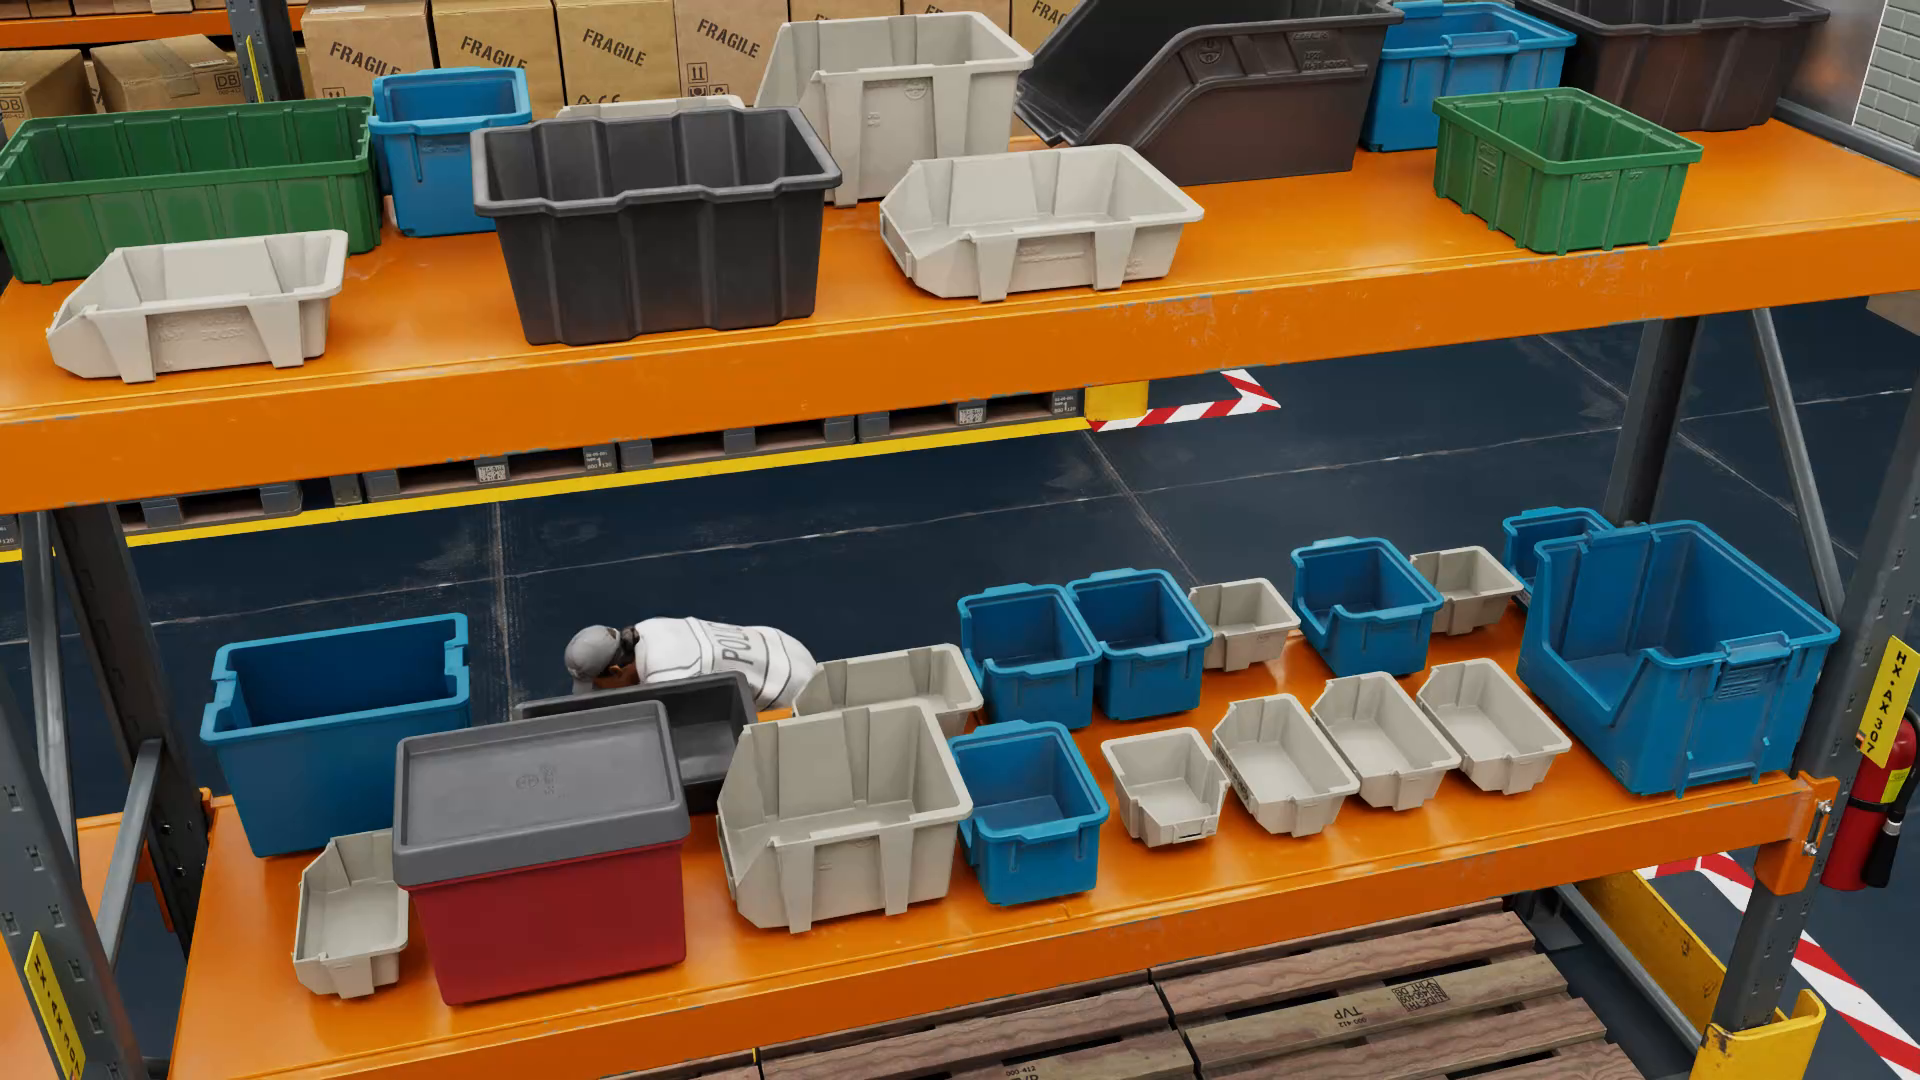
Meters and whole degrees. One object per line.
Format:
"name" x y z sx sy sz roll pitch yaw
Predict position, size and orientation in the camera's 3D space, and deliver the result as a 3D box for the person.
"person" -0.899 0.632 5.773 0.875 0.949 0.496 -9 32 -14
